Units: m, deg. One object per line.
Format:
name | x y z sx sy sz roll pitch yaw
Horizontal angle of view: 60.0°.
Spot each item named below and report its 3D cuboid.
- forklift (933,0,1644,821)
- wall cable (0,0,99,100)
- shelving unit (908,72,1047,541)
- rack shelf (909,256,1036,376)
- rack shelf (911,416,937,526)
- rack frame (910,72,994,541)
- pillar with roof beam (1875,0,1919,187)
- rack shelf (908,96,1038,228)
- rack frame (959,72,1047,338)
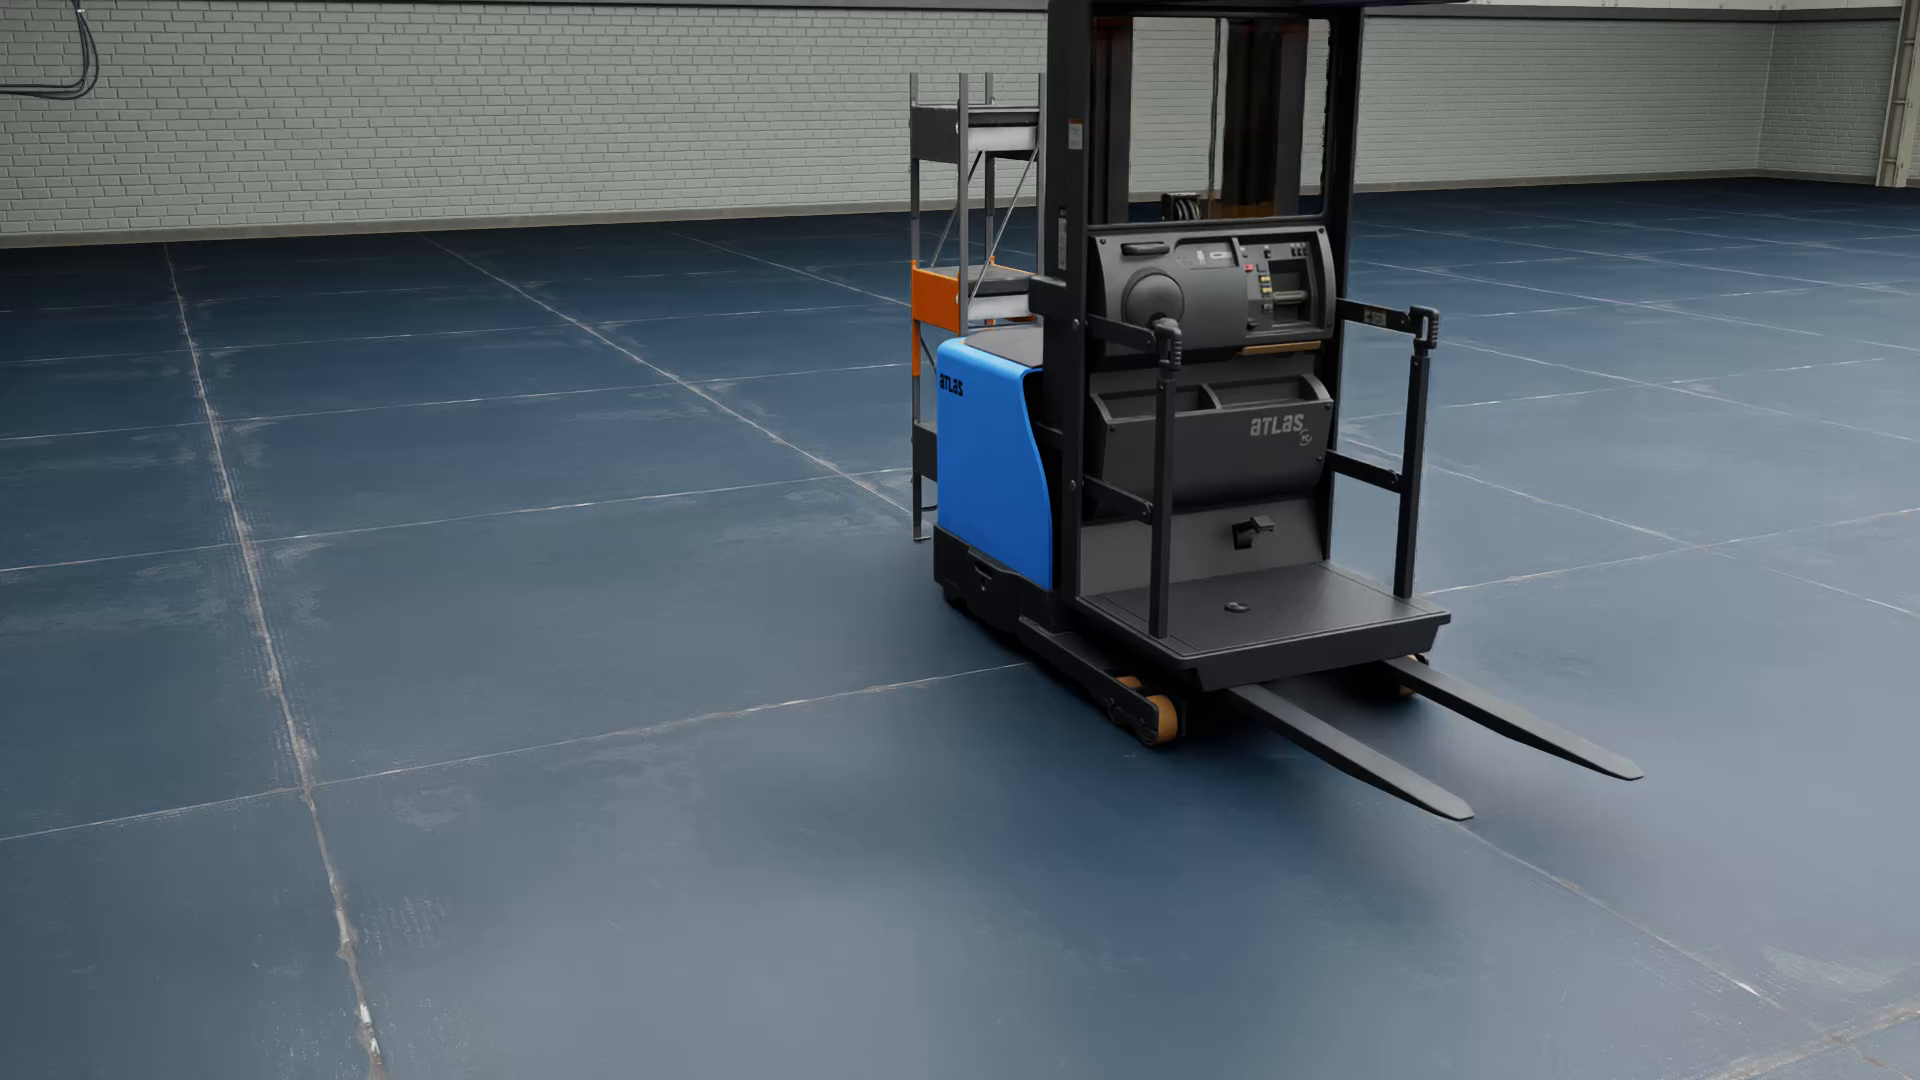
forklift | 0.972 -0.876 5.488 1.130 2.935 3.031 -7 18 -24
wall cable | -11.661 -6.284 18.963 3.097 2.526 0.112 -8 18 -25
shelving unit | 0.073 -0.968 7.318 0.431 2.100 0.503 -8 18 -25
rack shelf | 0.073 -0.955 7.322 0.431 0.518 0.480 -8 18 -25
rack shelf | 0.073 -0.282 7.515 0.431 0.518 0.480 -8 18 -25
rack frame | -0.034 -1.029 7.529 0.400 2.100 0.015 -8 18 -25
pillar with roof beam | 12.887 -10.172 26.884 9.100 9.000 0.400 -8 18 -25
rack shelf | 0.072 -1.628 7.129 0.431 0.518 0.480 -8 18 -25
rack frame | 0.179 -0.908 7.107 0.400 2.100 0.015 -8 18 -25
